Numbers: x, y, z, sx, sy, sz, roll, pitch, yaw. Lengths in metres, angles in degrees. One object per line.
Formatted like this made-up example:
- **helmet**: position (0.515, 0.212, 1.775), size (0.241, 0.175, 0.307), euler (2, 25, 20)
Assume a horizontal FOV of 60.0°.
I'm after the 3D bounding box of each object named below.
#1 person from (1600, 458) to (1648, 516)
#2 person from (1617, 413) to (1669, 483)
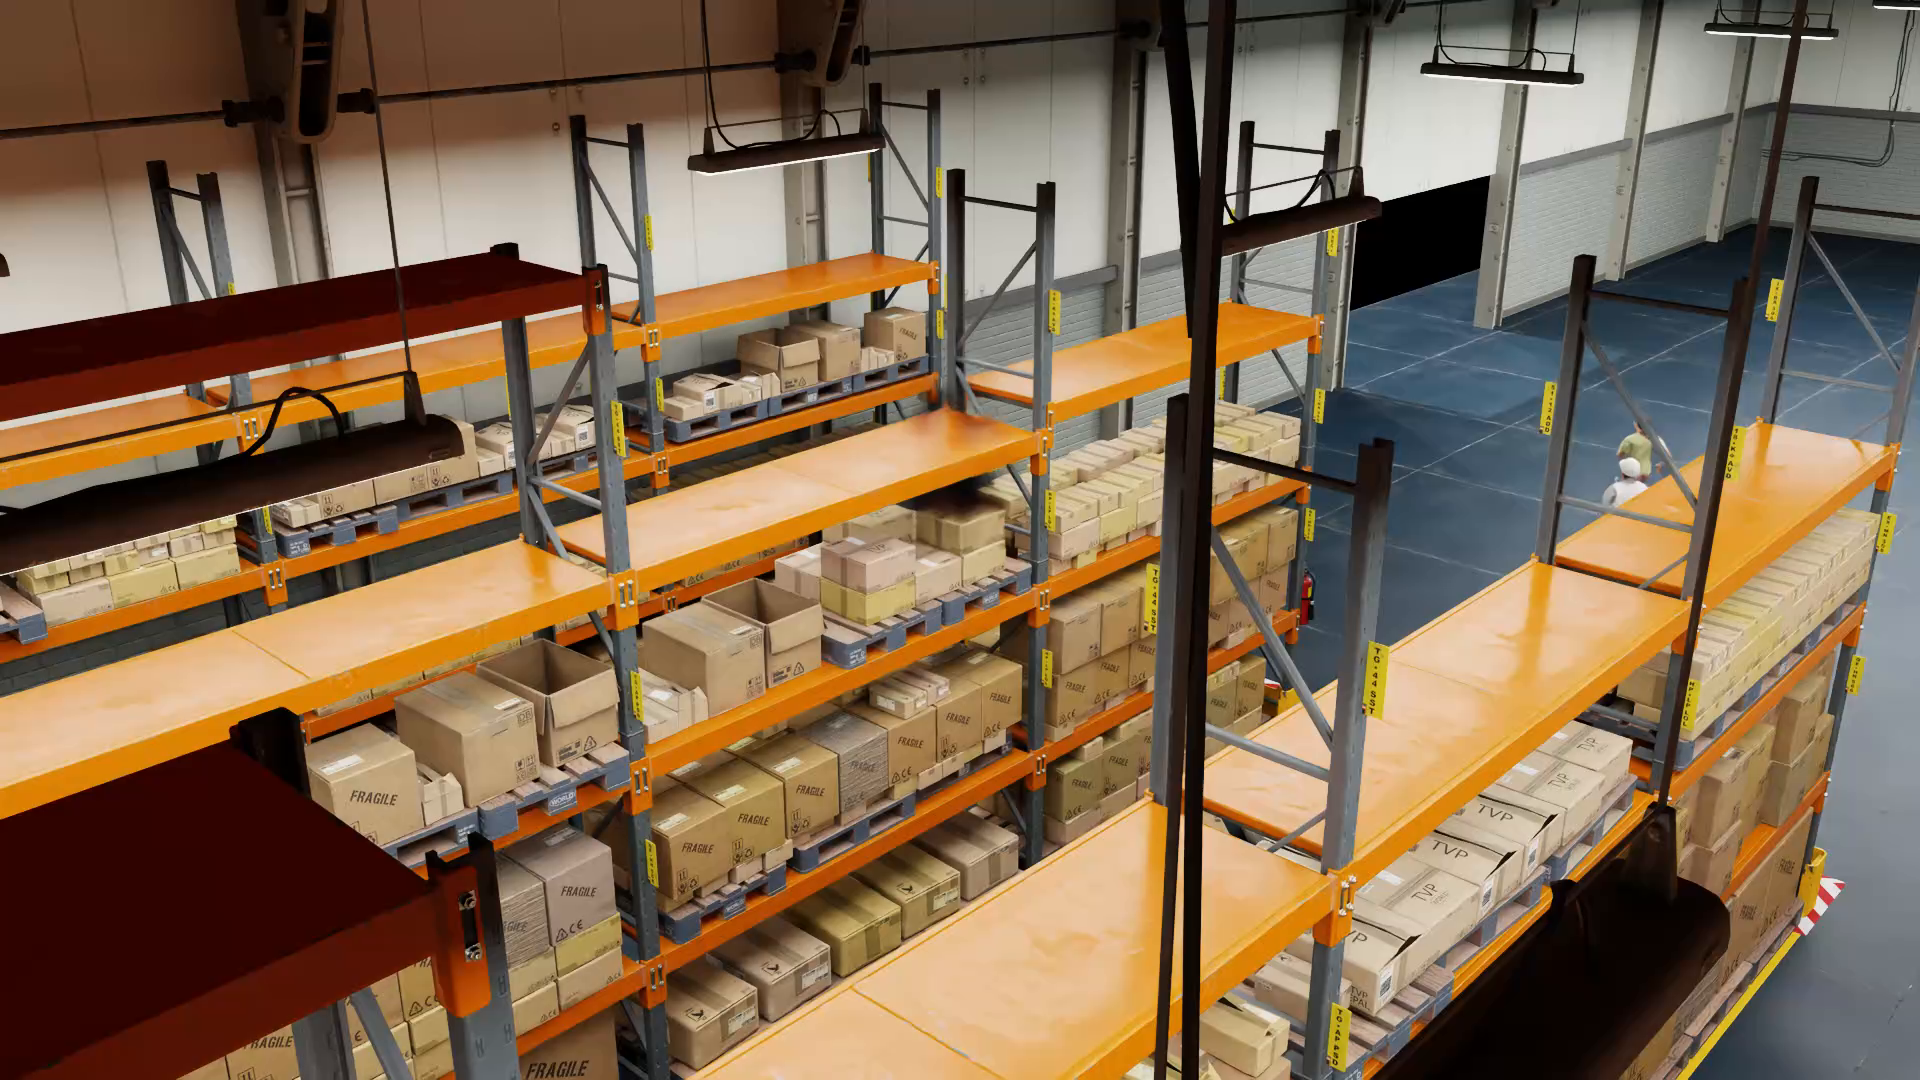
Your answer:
- **person**: position (7.985, -0.193, 20.131), size (0.652, 1.728, 0.569), euler (-2, 21, -5)
- **person**: position (8.911, -0.851, 21.915), size (0.541, 1.686, 0.773), euler (-5, 22, -13)
